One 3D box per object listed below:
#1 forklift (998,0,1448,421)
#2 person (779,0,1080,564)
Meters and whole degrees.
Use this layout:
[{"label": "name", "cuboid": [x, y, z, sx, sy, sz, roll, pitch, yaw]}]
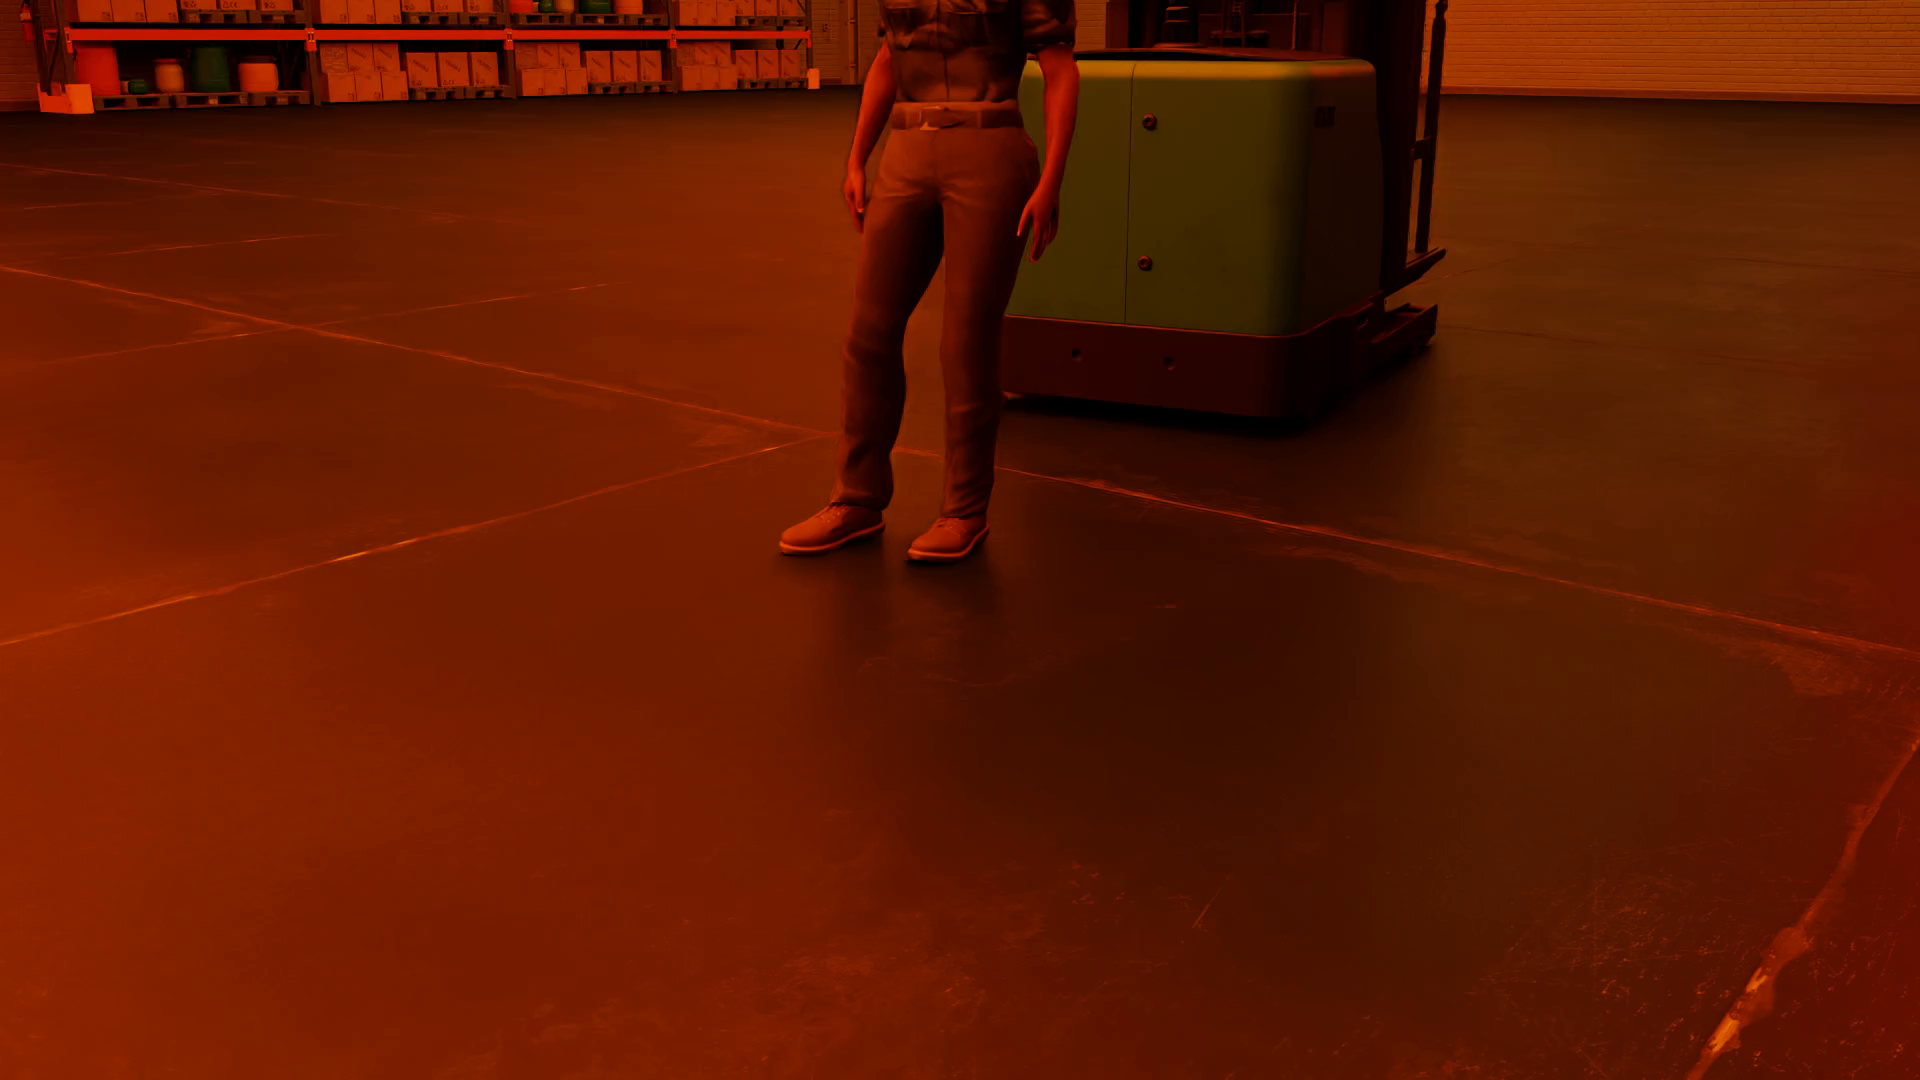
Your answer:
[{"label": "forklift", "cuboid": [1.182, -2.141, 5.949, 1.130, 2.935, 3.031, 8, 19, 26]}, {"label": "person", "cuboid": [-0.063, -0.770, 3.644, 0.616, 1.655, 0.456, 9, 19, 27]}]
